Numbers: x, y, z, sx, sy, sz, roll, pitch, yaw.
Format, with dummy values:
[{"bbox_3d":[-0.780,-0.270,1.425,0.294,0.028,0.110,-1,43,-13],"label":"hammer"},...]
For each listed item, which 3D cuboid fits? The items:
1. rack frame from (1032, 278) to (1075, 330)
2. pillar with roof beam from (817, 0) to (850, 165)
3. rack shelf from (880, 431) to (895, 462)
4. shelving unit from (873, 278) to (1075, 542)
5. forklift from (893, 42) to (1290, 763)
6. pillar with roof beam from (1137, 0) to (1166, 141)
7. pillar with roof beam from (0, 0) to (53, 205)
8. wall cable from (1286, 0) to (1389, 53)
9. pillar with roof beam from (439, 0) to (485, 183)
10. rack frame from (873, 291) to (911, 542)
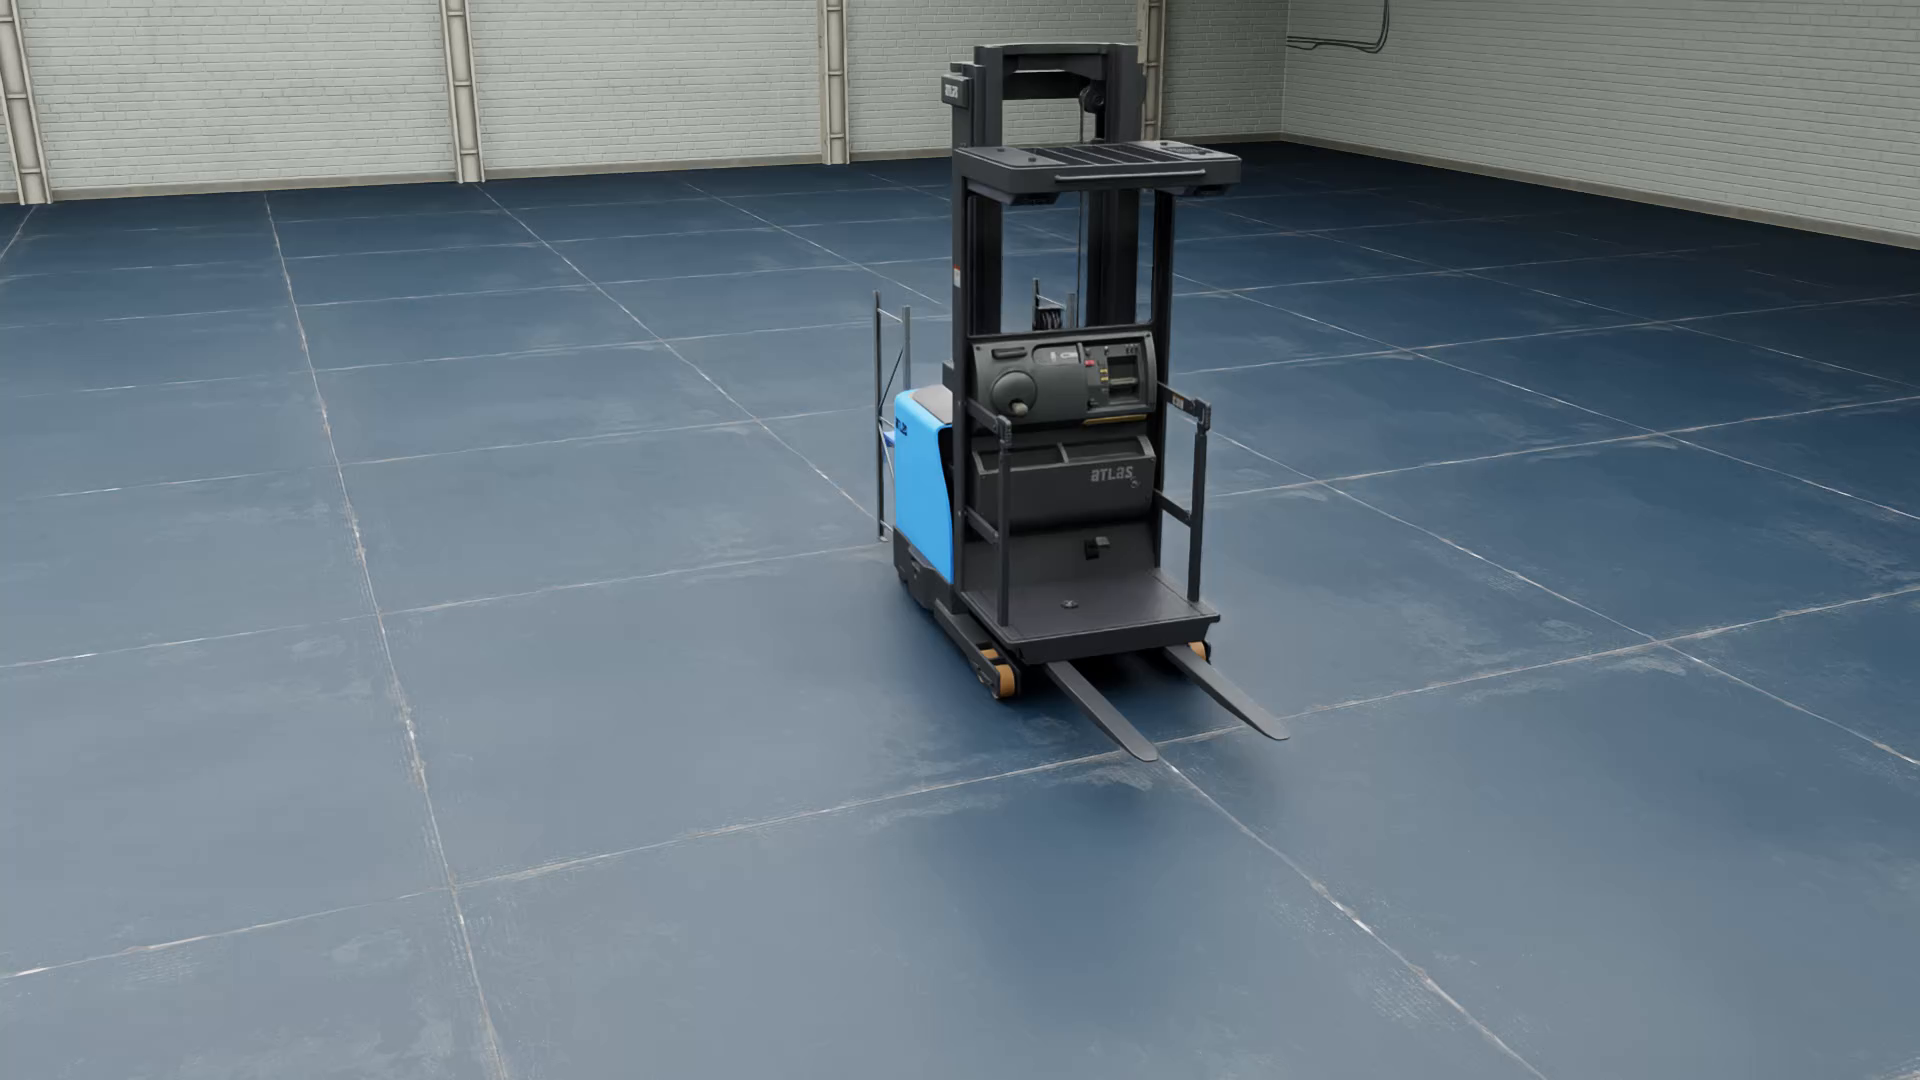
[{"bbox_3d":[0.545,-0.786,9.995,0.032,1.500,0.500,-8,21,-22],"label":"rack frame"},{"bbox_3d":[-0.397,-9.304,22.896,0.400,9.000,9.100,-8,21,-22],"label":"pillar with roof beam"},{"bbox_3d":[0.078,-0.549,9.865,1.000,0.185,0.538,-8,21,-22],"label":"rack shelf"},{"bbox_3d":[0.078,-0.719,9.805,1.048,1.500,0.538,-8,21,-22],"label":"shelving unit"},{"bbox_3d":[0.582,-0.780,7.824,1.130,2.935,3.031,-6,20,-18],"label":"forklift"},{"bbox_3d":[5.112,-10.093,25.138,0.400,9.000,9.100,-8,21,-22],"label":"pillar with roof beam"},{"bbox_3d":[-11.416,-7.725,18.413,0.400,9.000,9.100,-8,21,-22],"label":"pillar with roof beam"},{"bbox_3d":[6.636,-9.926,29.337,0.112,2.526,3.097,-8,21,-22],"label":"wall cable"},{"bbox_3d":[-5.906,-8.514,20.654,0.400,9.000,9.100,-8,21,-22],"label":"pillar with roof beam"},{"bbox_3d":[-0.388,-0.652,9.615,0.032,1.500,0.500,-8,21,-22],"label":"rack frame"}]
